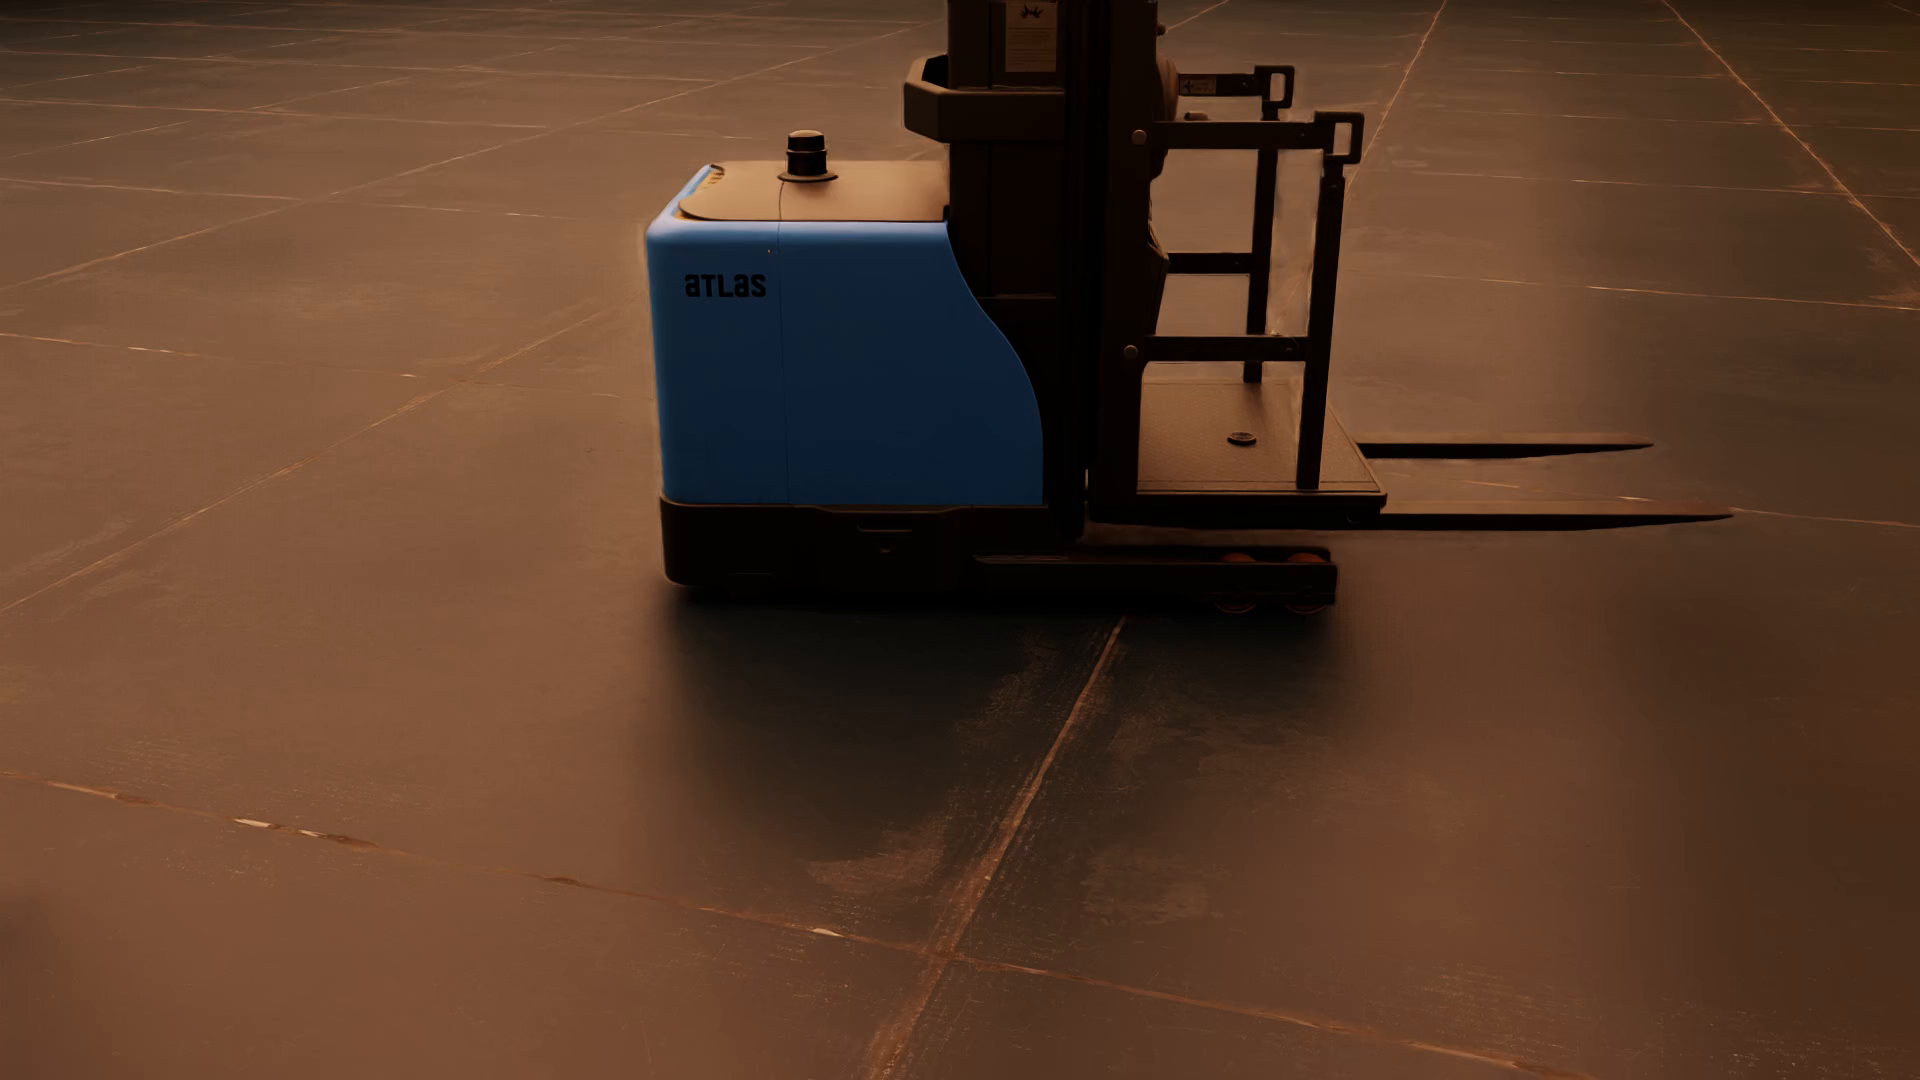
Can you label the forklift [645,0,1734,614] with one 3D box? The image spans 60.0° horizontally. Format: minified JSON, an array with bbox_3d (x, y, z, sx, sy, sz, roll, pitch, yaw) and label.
[{"bbox_3d":[0.683,-1.354,4.558,3.031,2.935,1.130,0,22,1],"label":"forklift"}]
